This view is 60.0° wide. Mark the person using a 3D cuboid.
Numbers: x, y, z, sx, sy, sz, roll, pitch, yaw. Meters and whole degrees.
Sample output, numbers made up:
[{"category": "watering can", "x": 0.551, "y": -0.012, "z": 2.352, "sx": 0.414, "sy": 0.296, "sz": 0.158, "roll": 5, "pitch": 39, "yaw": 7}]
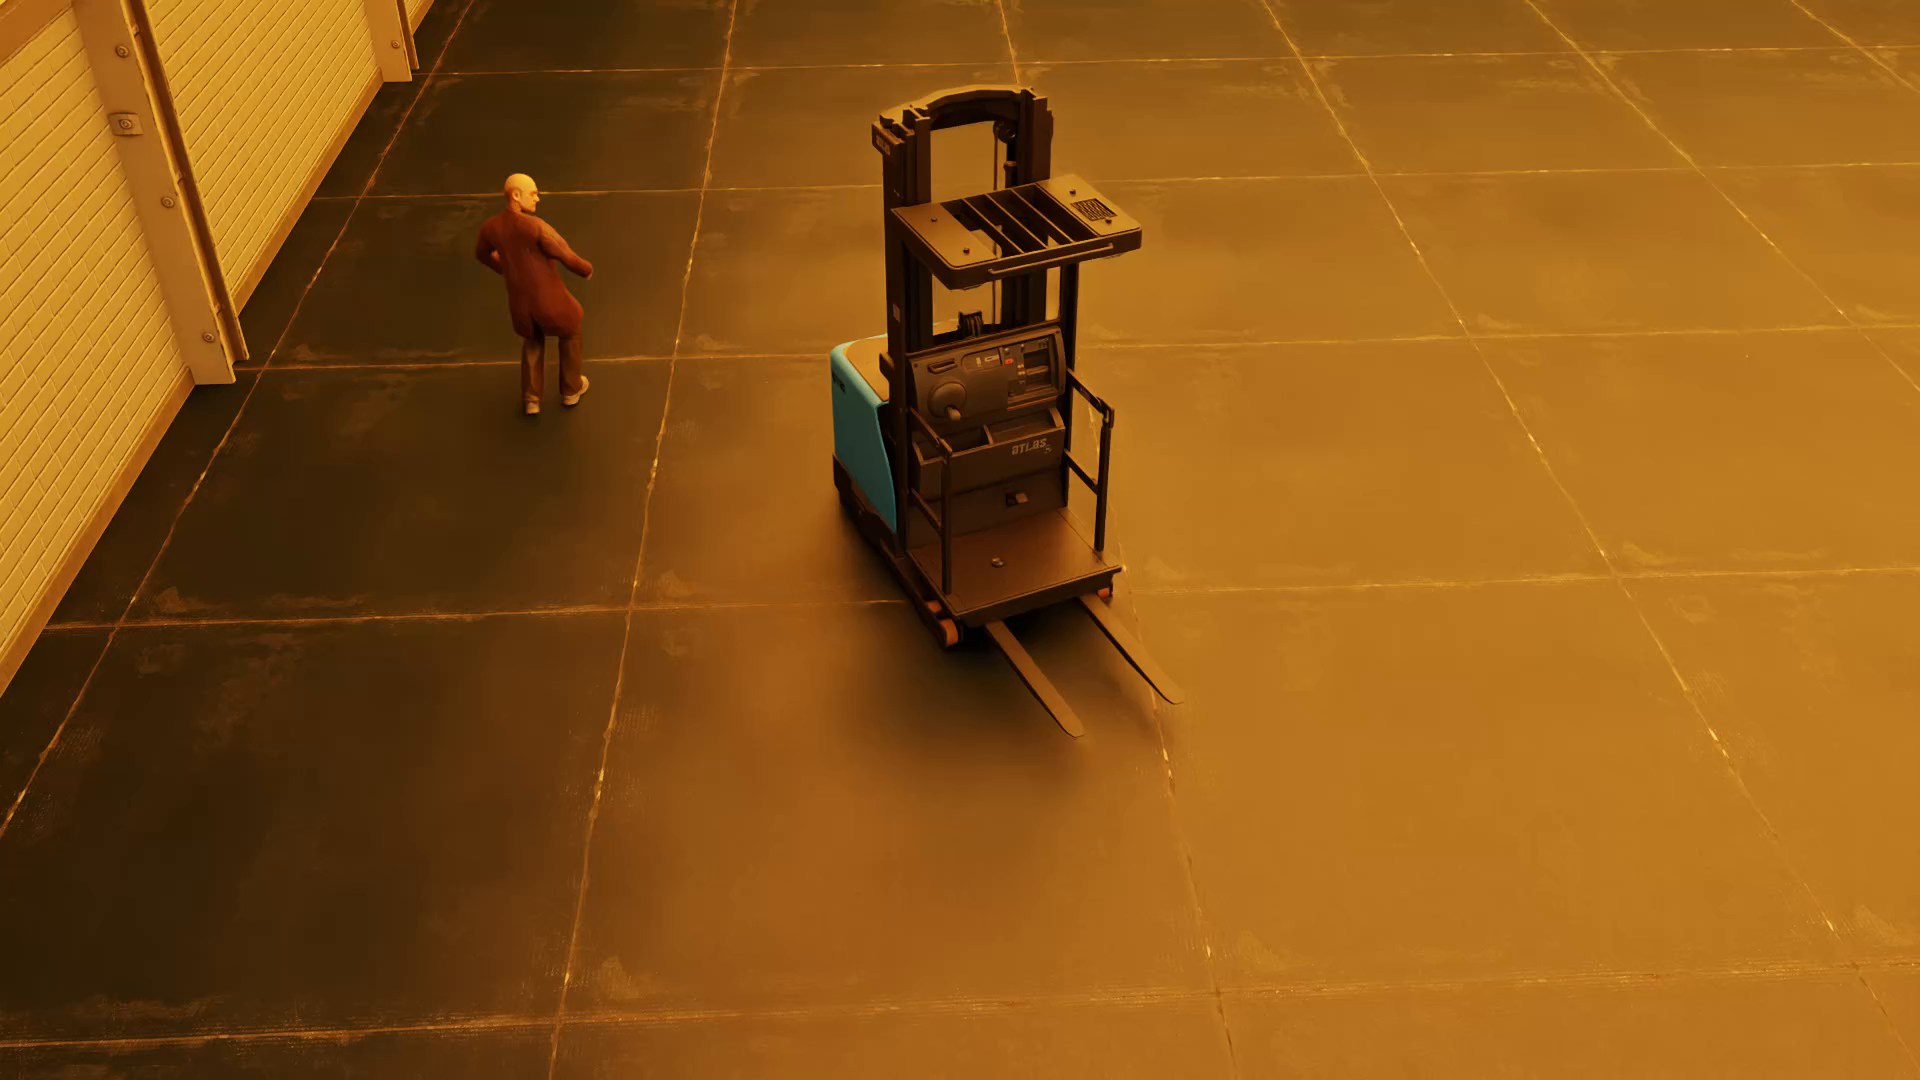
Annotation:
[{"category": "person", "x": -2.880, "y": -1.698, "z": 11.403, "sx": 0.830, "sy": 1.729, "sz": 0.576, "roll": 9, "pitch": 37, "yaw": 12}]

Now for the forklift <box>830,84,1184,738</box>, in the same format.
[{"category": "forklift", "x": 0.258, "y": -0.860, "z": 9.192, "sx": 1.130, "sy": 2.935, "sz": 3.031, "roll": -15, "pitch": 39, "yaw": -20}]
